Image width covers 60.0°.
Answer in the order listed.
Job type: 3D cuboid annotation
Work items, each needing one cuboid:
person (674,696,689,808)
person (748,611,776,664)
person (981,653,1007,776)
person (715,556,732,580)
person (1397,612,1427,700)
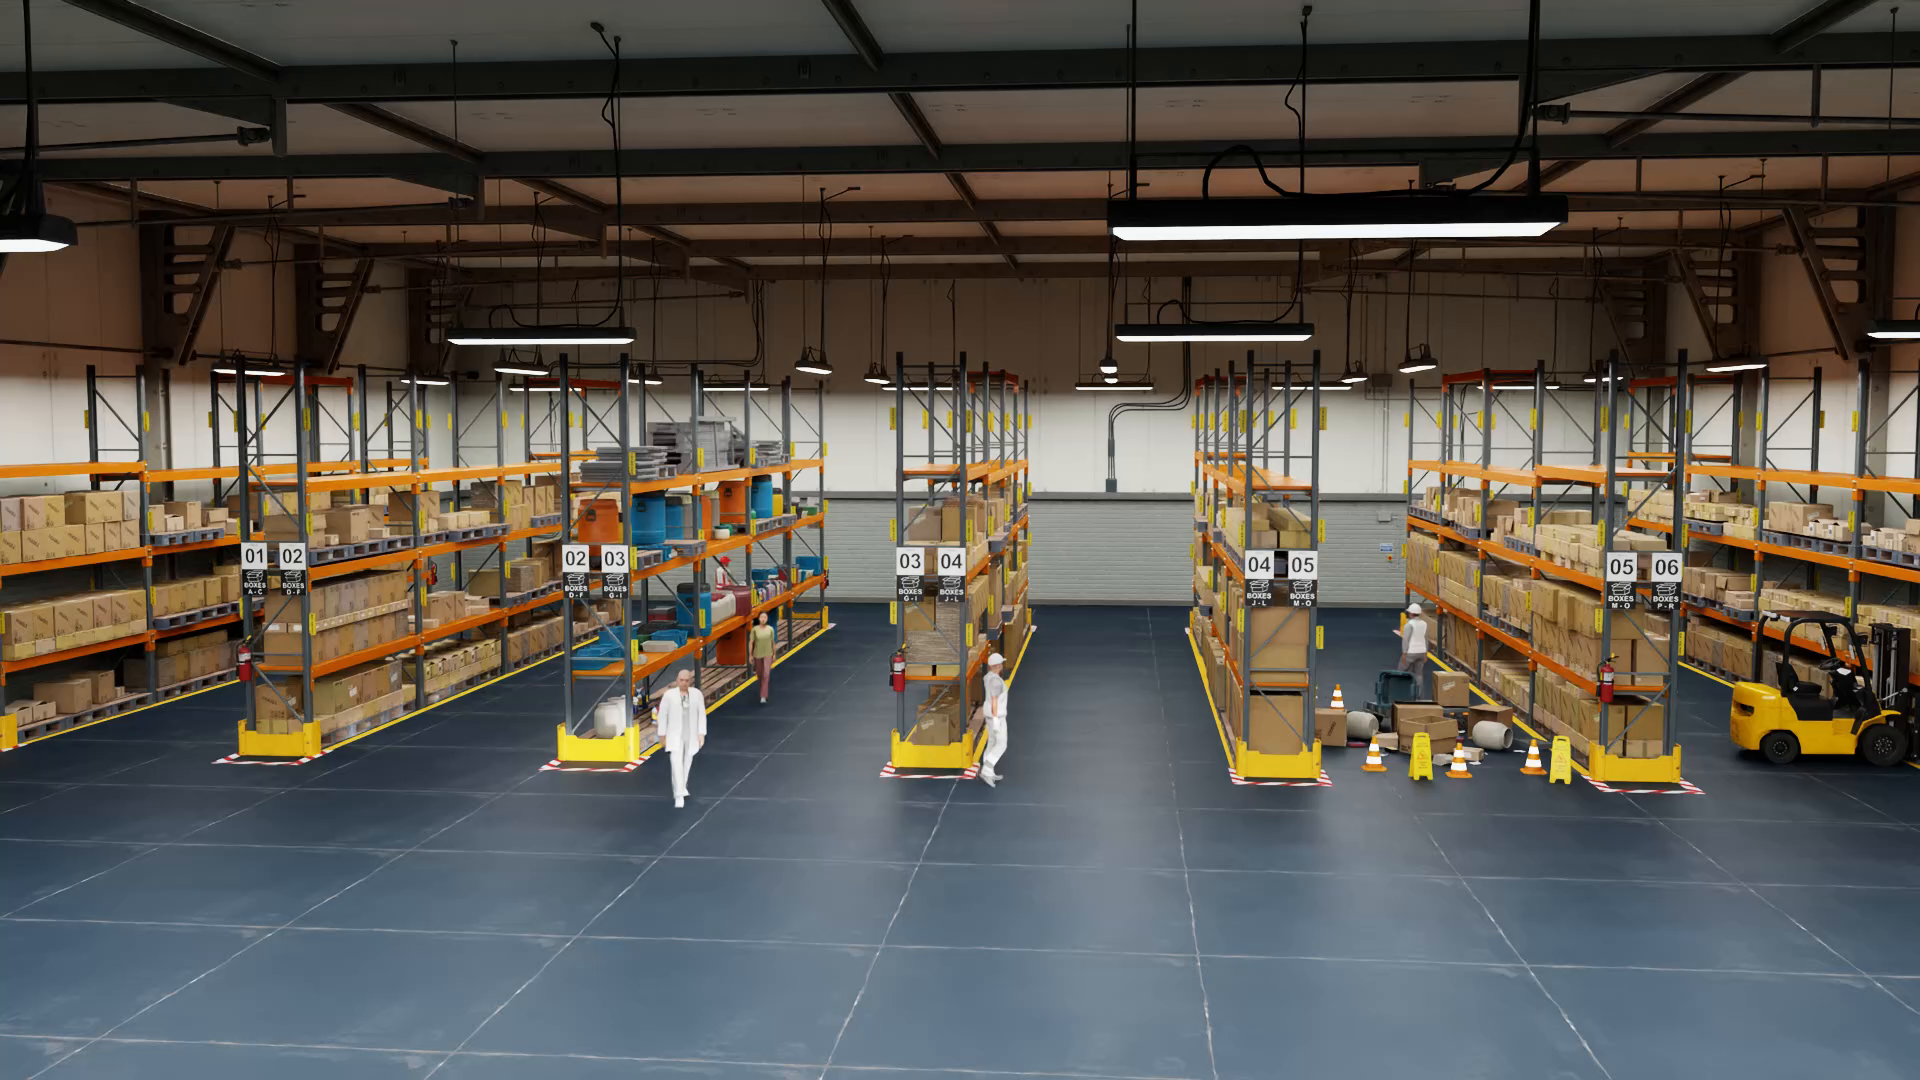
[{"bbox_3d":[-3.683,2.729,21.775,0.411,1.395,1.054,-2,5,-27],"label":"person"},{"bbox_3d":[-3.546,1.756,29.698,0.453,0.975,0.450,0,4,2],"label":"person"},{"bbox_3d":[0.452,2.433,23.097,0.408,1.725,0.578,-1,4,-13],"label":"person"},{"bbox_3d":[-5.716,1.251,39.937,0.520,1.731,0.582,4,6,44],"label":"person"},{"bbox_3d":[8.067,2.047,29.578,0.562,1.736,0.397,-2,4,-25],"label":"person"}]
